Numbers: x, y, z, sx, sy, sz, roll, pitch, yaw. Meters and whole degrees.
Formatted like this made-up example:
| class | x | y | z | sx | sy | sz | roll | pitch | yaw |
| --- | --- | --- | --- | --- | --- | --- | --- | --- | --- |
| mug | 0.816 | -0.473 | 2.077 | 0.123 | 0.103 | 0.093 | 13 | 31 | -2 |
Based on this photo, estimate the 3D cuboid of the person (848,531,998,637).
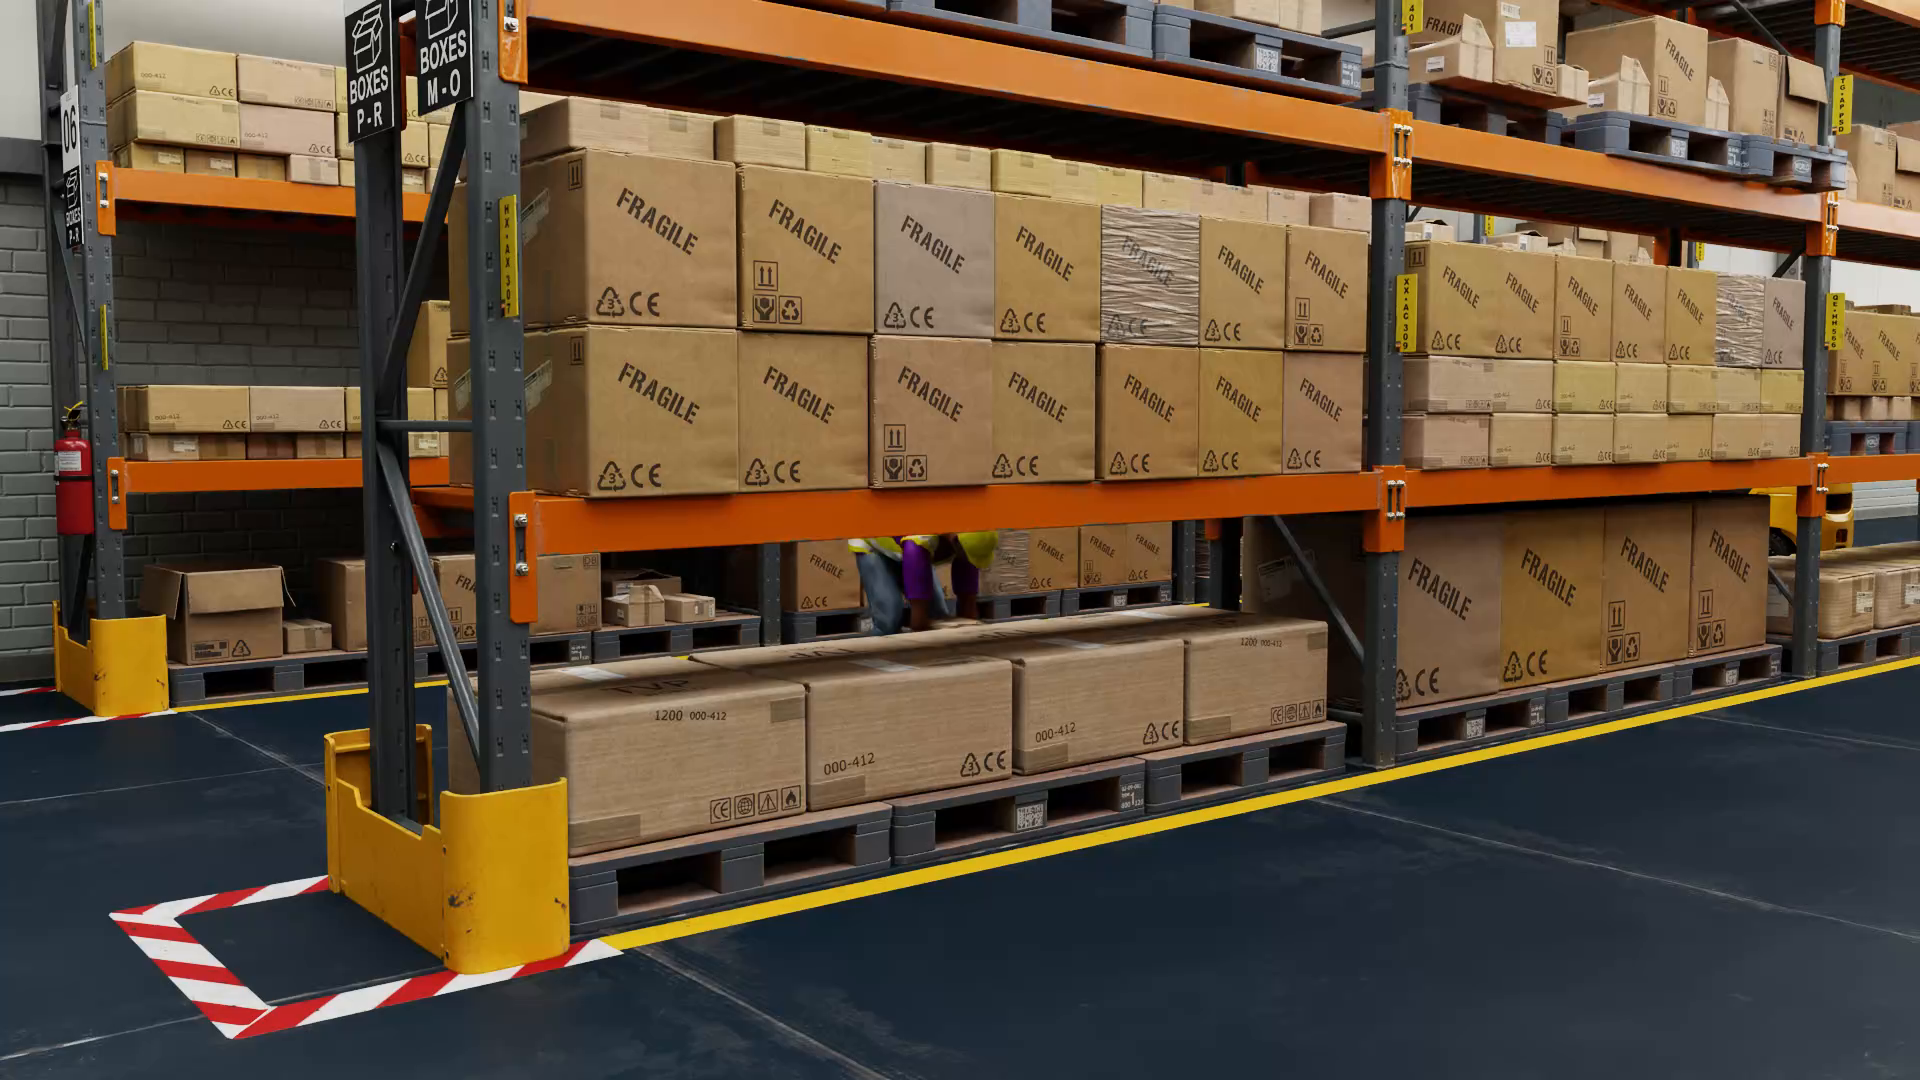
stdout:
| class | x | y | z | sx | sy | sz | roll | pitch | yaw |
| --- | --- | --- | --- | --- | --- | --- | --- | --- | --- |
| person | -0.159 | 0.359 | 8.553 | 0.478 | 1.087 | 0.981 | -4 | 6 | -41 |
